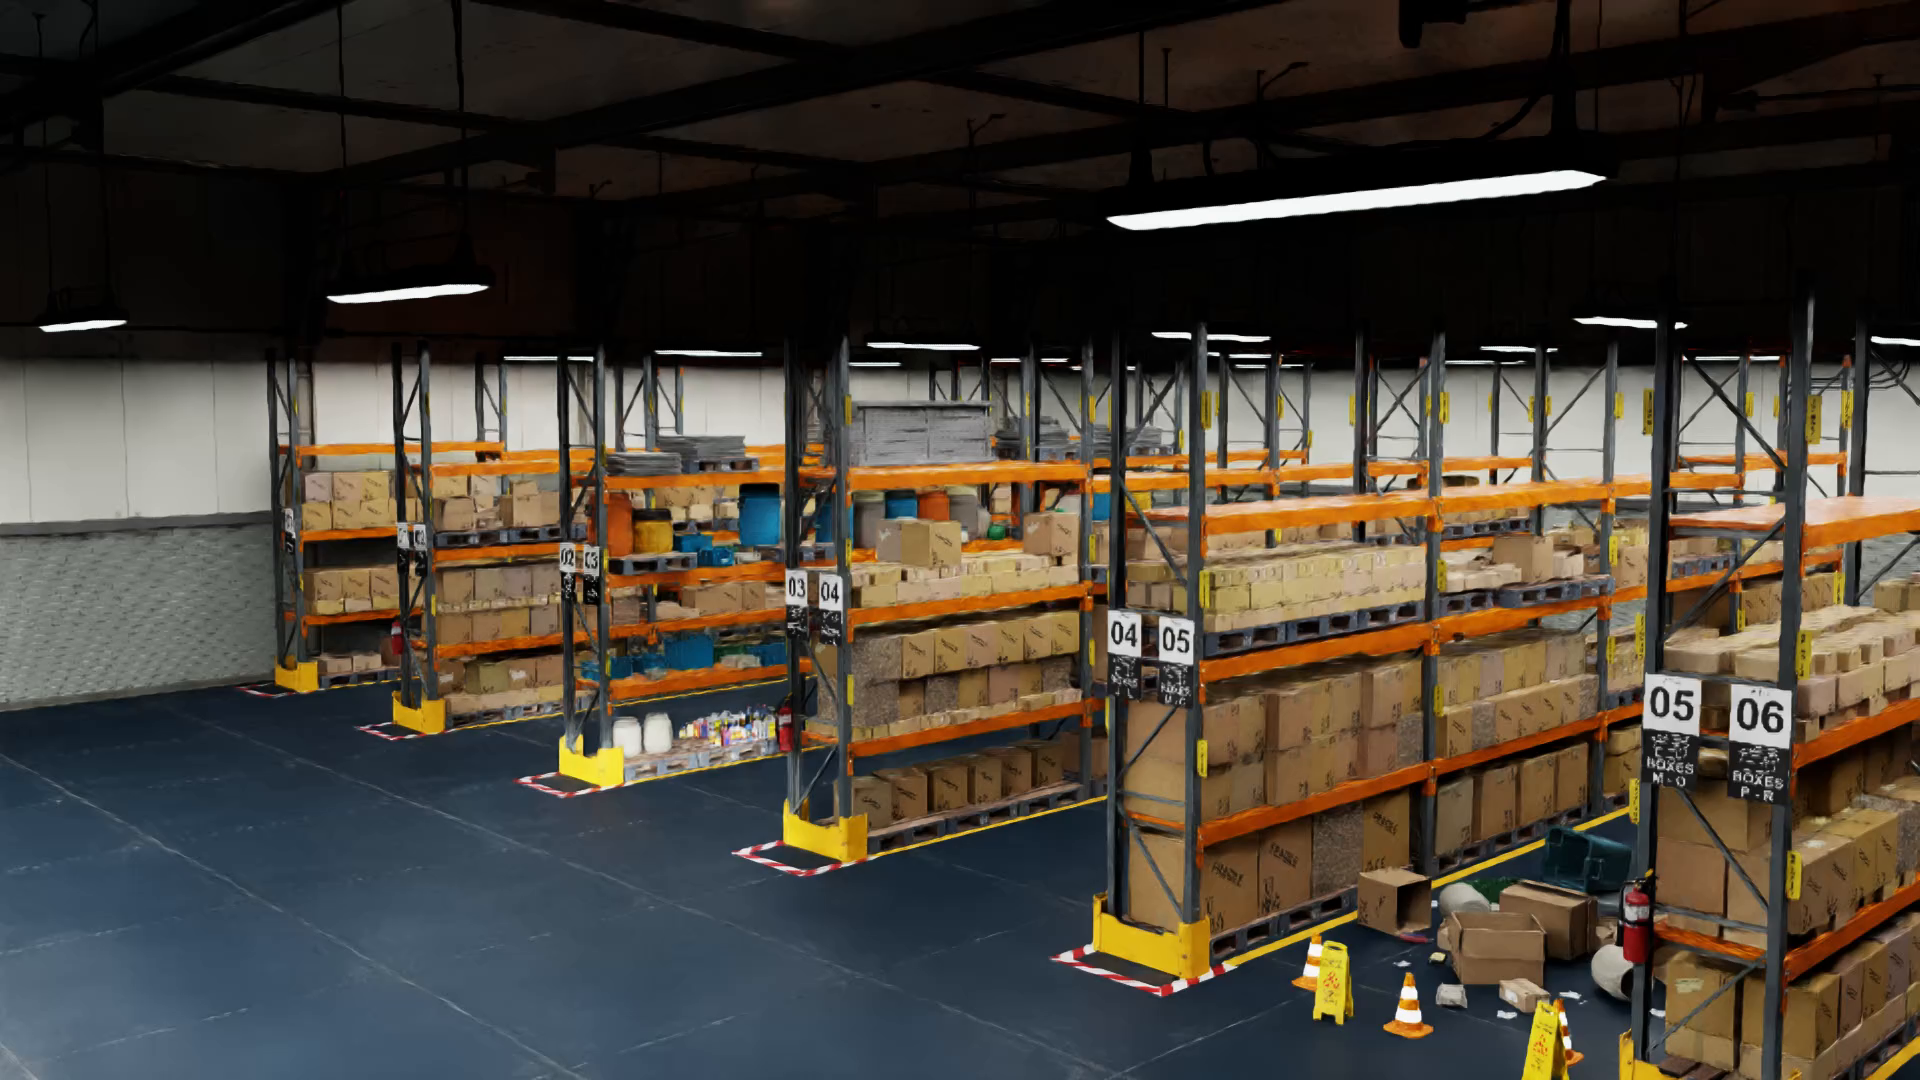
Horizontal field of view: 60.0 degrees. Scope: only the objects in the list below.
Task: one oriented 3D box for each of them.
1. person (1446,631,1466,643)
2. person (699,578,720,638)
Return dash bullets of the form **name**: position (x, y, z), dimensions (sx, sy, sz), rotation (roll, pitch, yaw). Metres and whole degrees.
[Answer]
- **person**: position (7.651, 2.120, 25.412), dimensions (0.708, 1.714, 0.577), rotation (5, 7, 44)
- **person**: position (-5.049, 1.478, 33.247), dimensions (0.490, 1.597, 0.999), rotation (4, 6, 38)
